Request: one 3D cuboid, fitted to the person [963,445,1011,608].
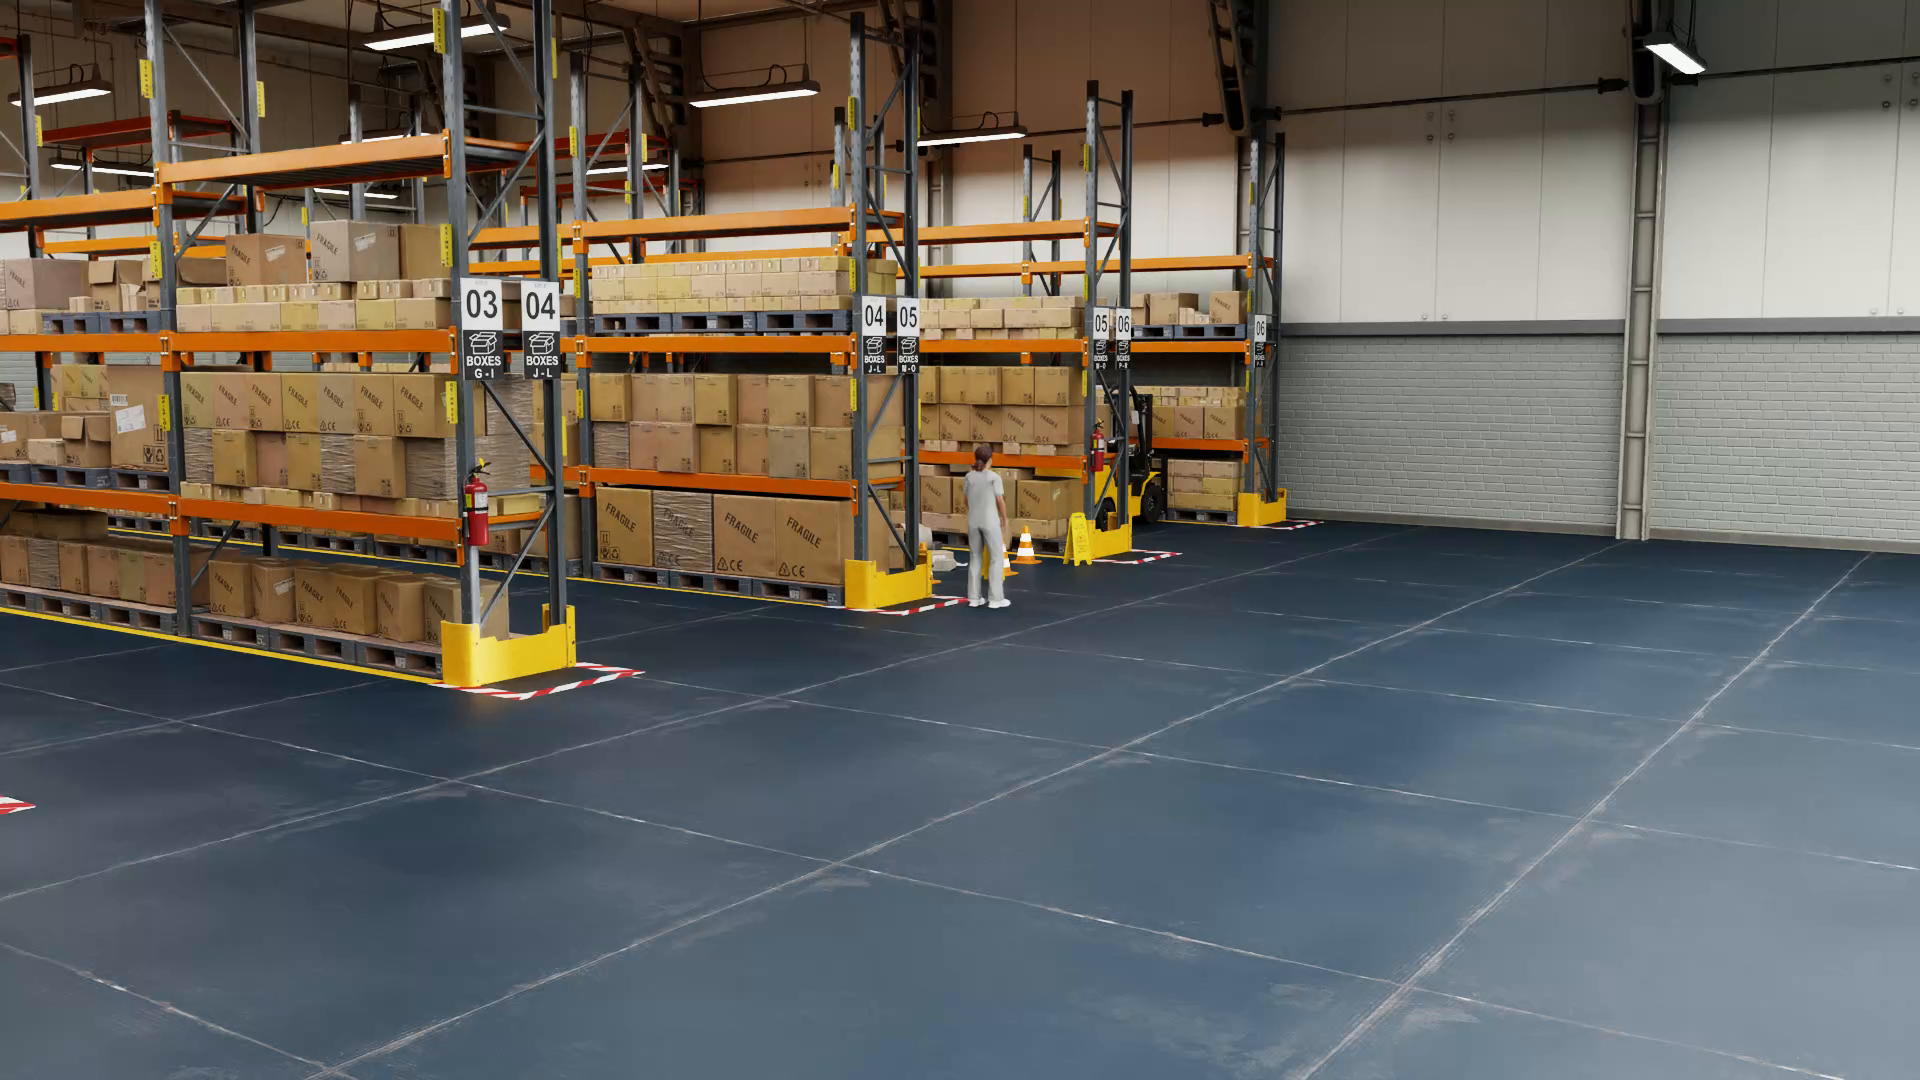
[{"bbox_3d":[0.258,-0.143,17.228,0.467,1.676,0.378,3,7,28],"label":"person"}]
